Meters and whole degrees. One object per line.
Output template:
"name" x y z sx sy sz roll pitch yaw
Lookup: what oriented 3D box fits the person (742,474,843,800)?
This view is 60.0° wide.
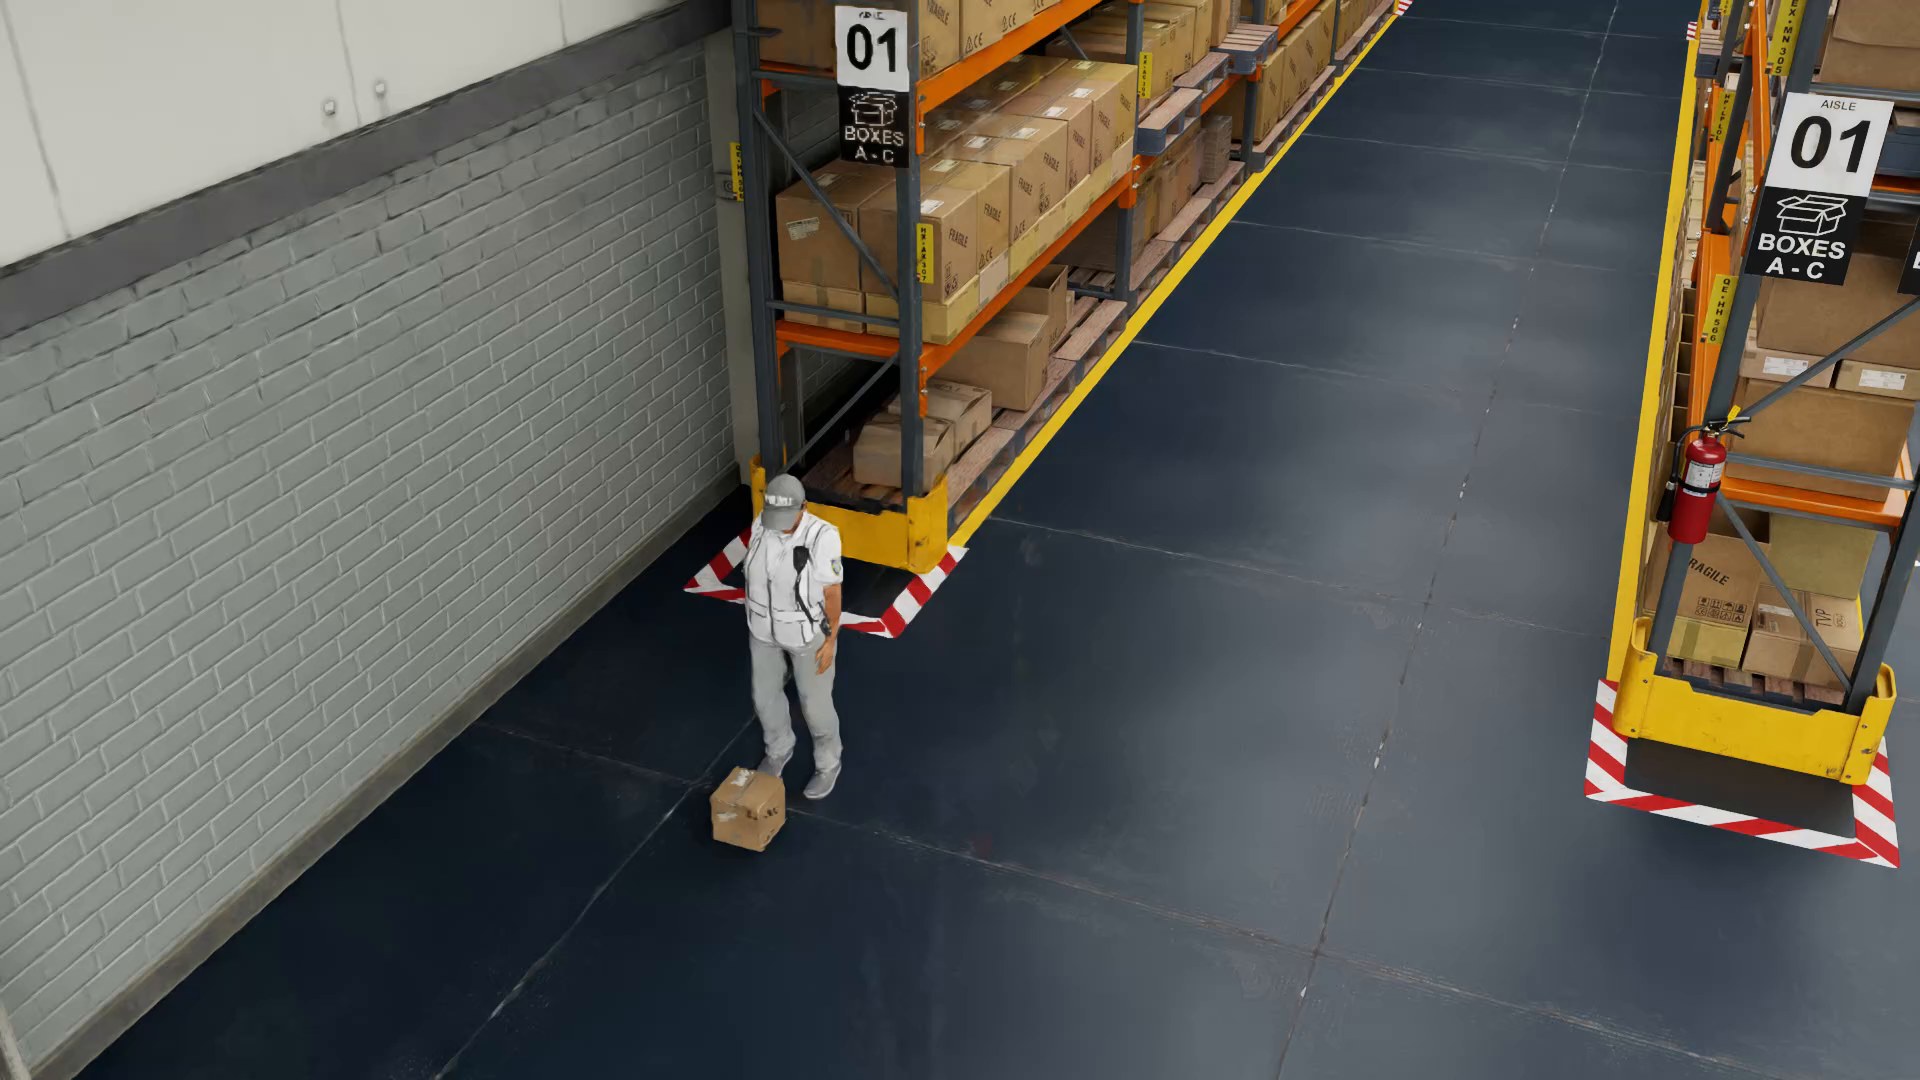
"person" -0.756 0.431 7.659 0.476 1.653 0.394 12 32 20
